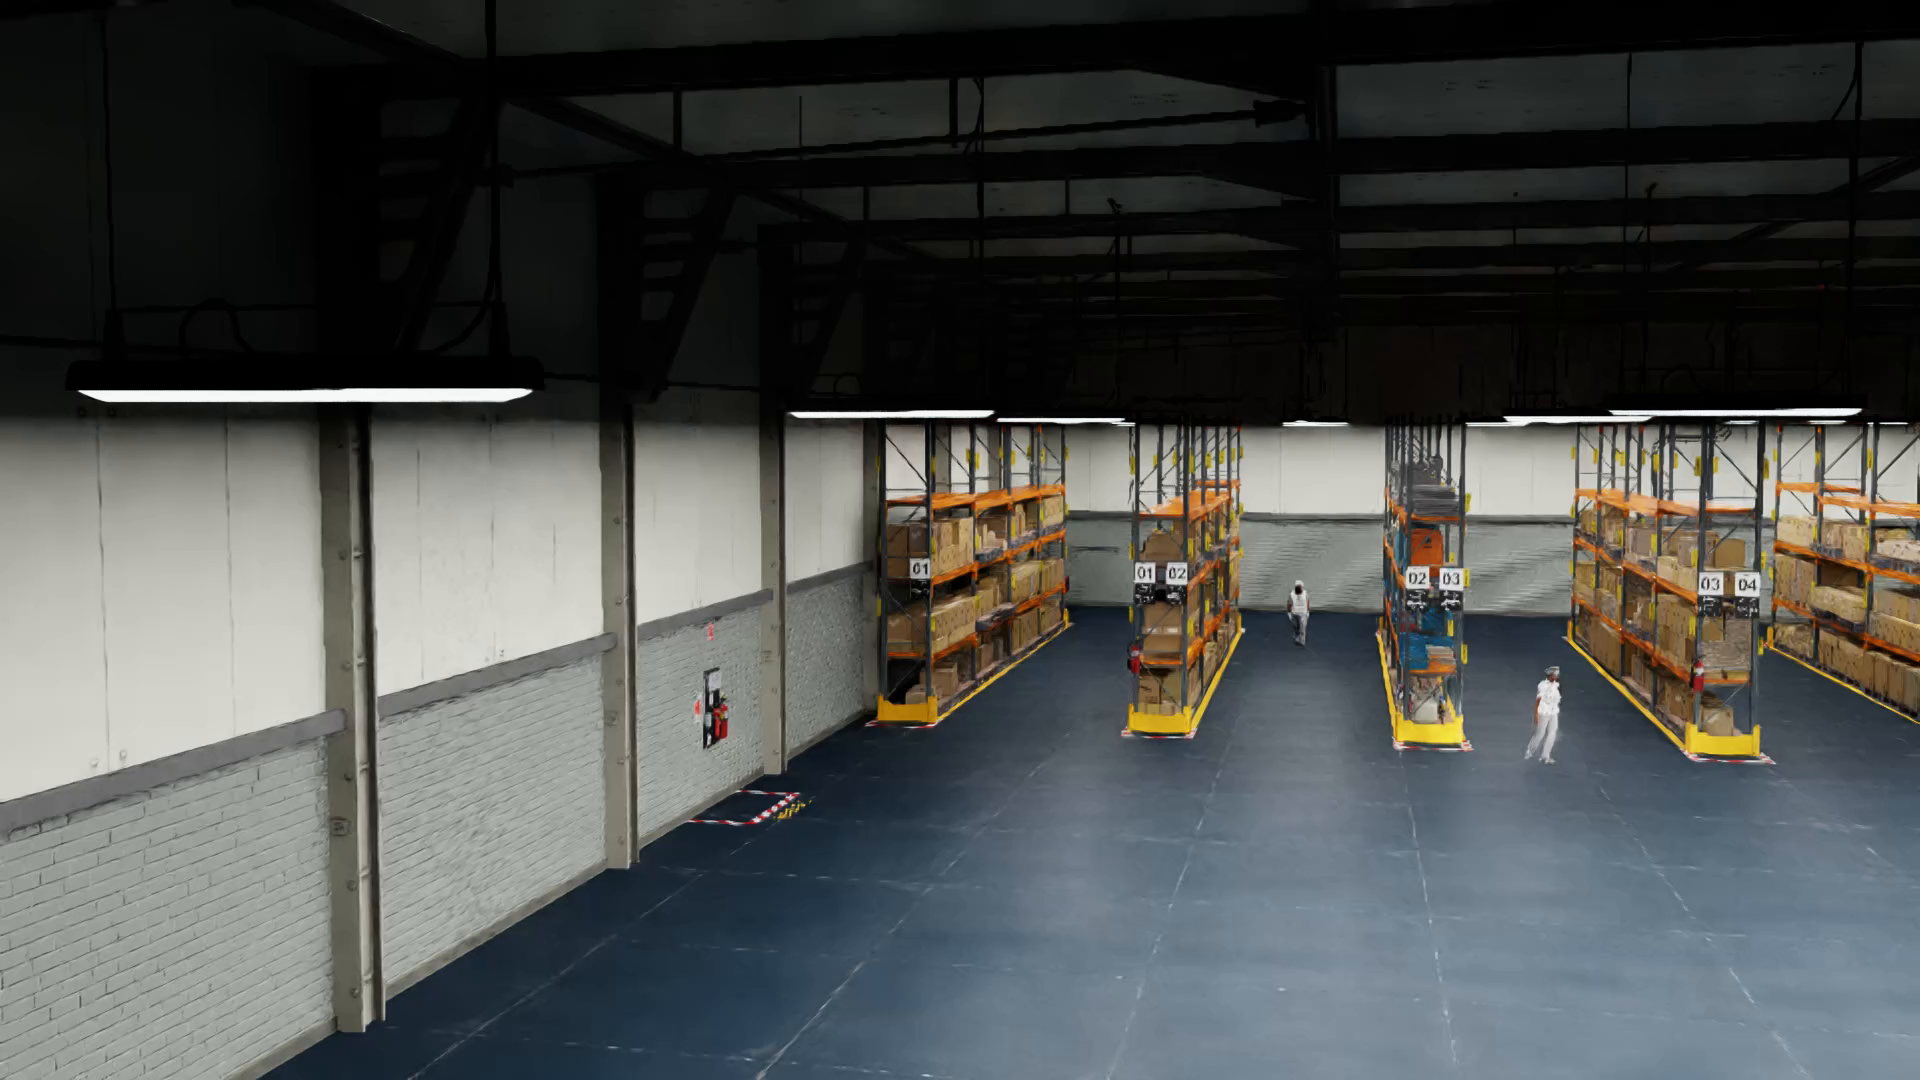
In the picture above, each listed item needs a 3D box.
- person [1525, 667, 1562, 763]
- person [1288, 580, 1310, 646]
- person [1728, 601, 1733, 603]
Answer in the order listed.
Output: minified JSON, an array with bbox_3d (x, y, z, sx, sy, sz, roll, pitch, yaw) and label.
[{"bbox_3d":[9.982,2.971,28.471,0.522,1.660,0.534,-2,4,-23],"label":"person"},{"bbox_3d":[8.910,1.897,43.772,0.566,1.706,1.122,1,4,15],"label":"person"},{"bbox_3d":[19.922,1.972,43.155,0.493,1.656,0.571,0,4,7],"label":"person"}]
